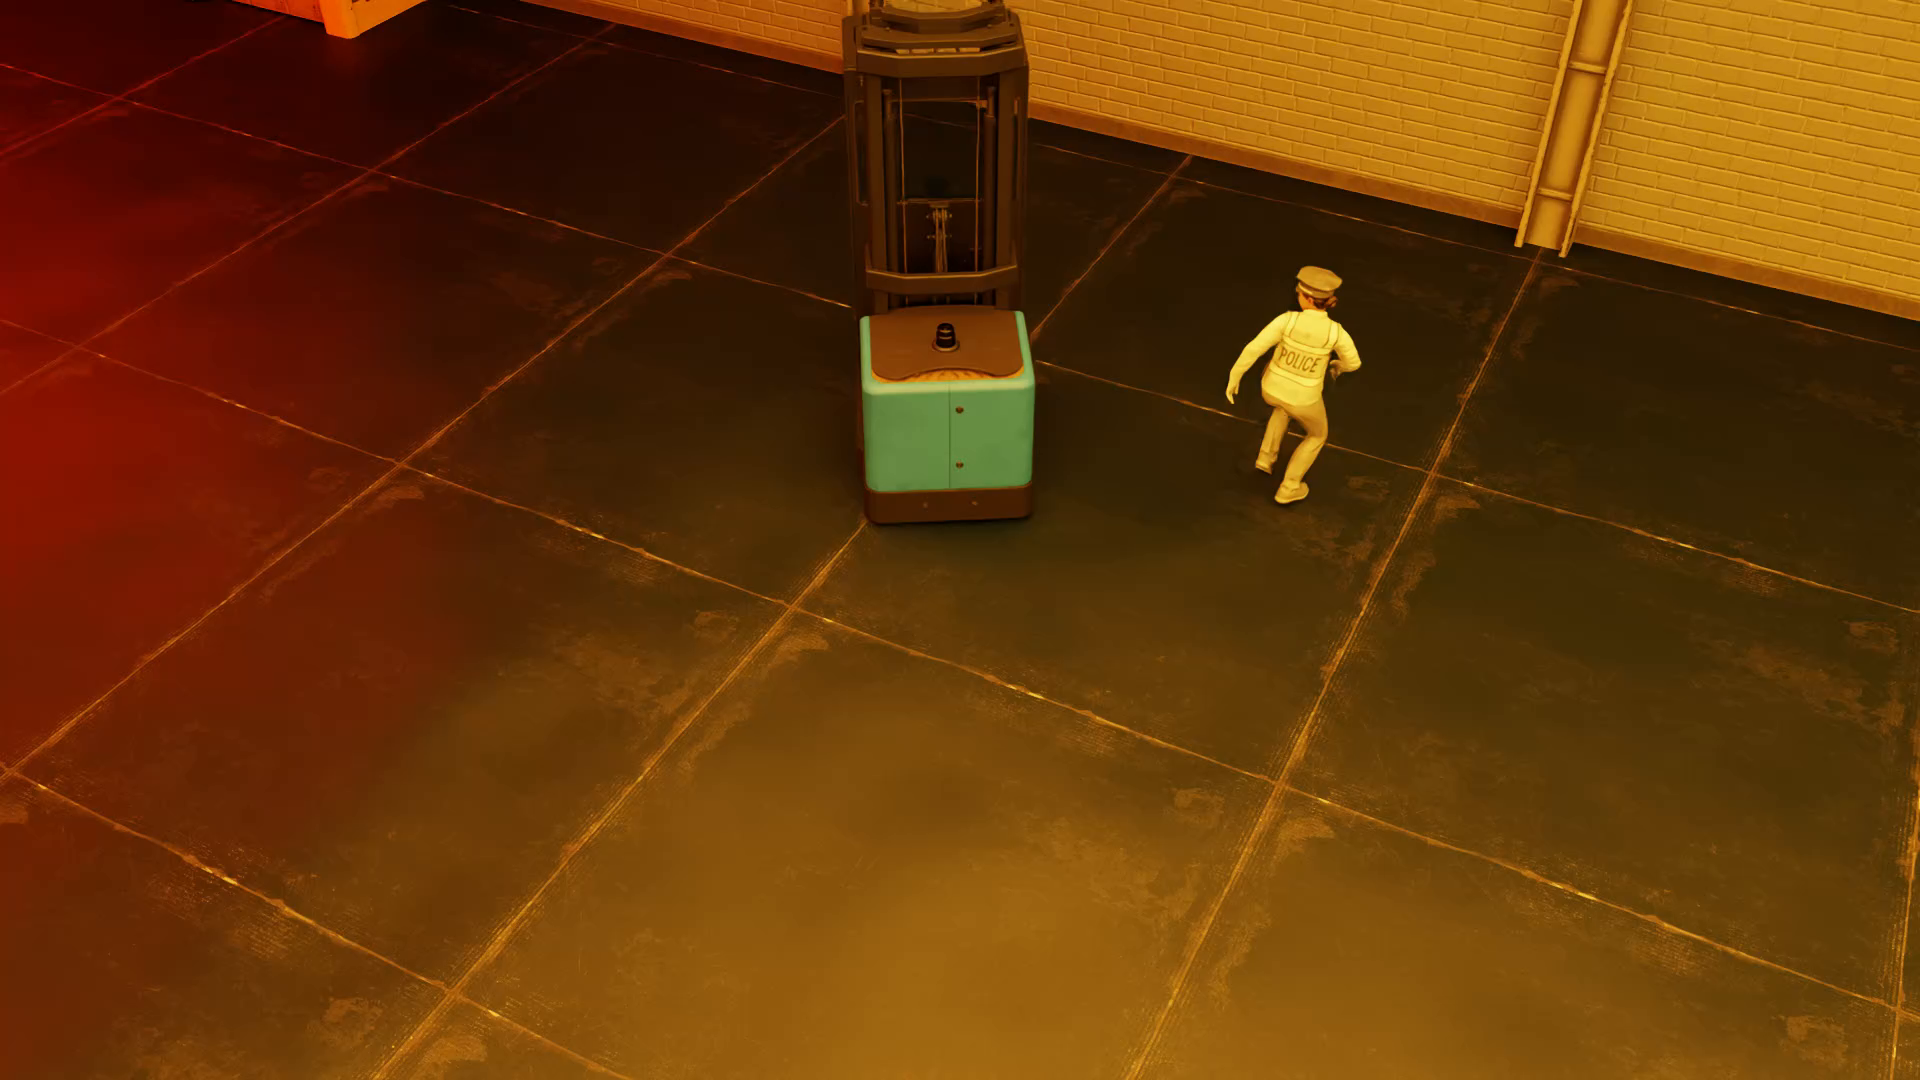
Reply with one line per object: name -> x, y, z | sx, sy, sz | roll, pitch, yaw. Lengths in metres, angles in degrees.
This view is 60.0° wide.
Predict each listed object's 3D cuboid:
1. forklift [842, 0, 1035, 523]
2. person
forklift -> -0.156, -2.159, 10.550 | 1.130, 2.935, 3.031 | -2, 40, -3
person -> 2.050, -0.924, 10.145 | 0.654, 1.614, 0.671 | 24, 46, 26
